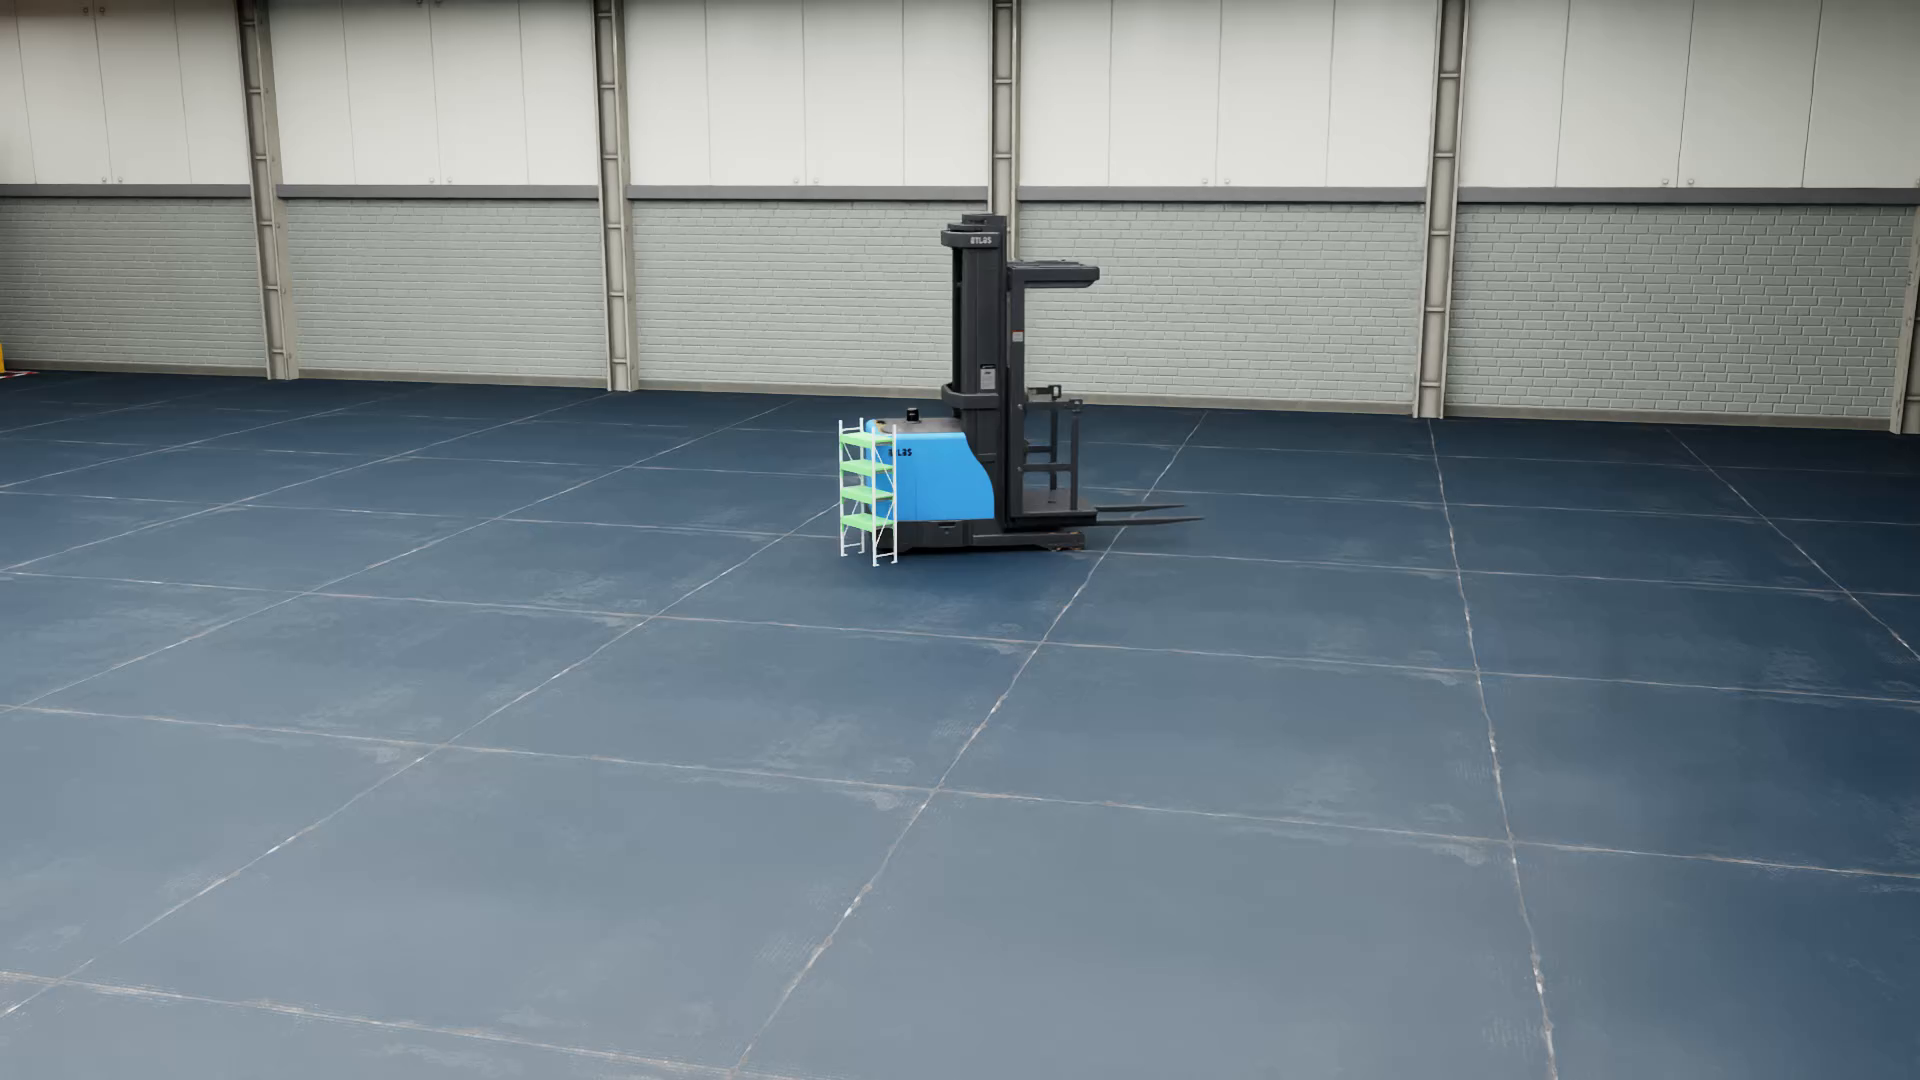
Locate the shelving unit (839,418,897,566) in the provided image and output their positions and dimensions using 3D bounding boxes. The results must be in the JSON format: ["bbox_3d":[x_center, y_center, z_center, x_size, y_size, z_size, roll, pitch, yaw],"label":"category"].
[{"bbox_3d":[-0.795,-0.419,14.368,0.258,1.200,0.503,-10,16,-37],"label":"shelving unit"}]

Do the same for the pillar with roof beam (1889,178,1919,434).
[{"bbox_3d":[11.243,-4.876,16.452,0.400,9.000,9.100,3,13,14],"label":"pillar with roof beam"}]

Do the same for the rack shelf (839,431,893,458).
[{"bbox_3d":[-0.795,-0.825,14.277,0.258,0.148,0.480,-10,16,-37],"label":"rack shelf"}]

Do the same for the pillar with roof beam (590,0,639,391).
[{"bbox_3d":[-6.233,-5.810,20.662,0.400,9.000,9.100,3,13,14],"label":"pillar with roof beam"}]

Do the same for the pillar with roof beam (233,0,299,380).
[{"bbox_3d":[-12.058,-6.122,22.066,0.400,9.000,9.100,3,13,14],"label":"pillar with roof beam"}]

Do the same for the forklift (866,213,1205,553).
[{"bbox_3d":[0.684,-1.440,14.976,3.031,2.935,1.130,-2,13,-7],"label":"forklift"}]

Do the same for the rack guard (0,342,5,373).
[{"bbox_3d":[-16.369,-2.962,27.447,0.348,0.500,1.175,3,13,14],"label":"rack guard"}]

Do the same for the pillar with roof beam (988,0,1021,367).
[{"bbox_3d":[-0.408,-5.499,19.259,0.400,9.000,9.100,3,13,14],"label":"pillar with roof beam"}]

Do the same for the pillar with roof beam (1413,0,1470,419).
[{"bbox_3d":[5.417,-5.187,17.855,0.400,9.000,9.100,3,13,14],"label":"pillar with roof beam"}]

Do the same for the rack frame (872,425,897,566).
[{"bbox_3d":[-0.644,-0.377,14.180,0.240,1.200,0.015,-10,16,-37],"label":"rack frame"}]

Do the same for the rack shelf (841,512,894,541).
[{"bbox_3d":[-0.795,-0.122,14.433,0.258,0.148,0.480,-10,16,-37],"label":"rack shelf"}]

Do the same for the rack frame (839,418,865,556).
[{"bbox_3d":[-0.945,-0.460,14.555,0.240,1.200,0.015,-10,16,-37],"label":"rack frame"}]

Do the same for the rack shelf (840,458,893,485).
[{"bbox_3d":[-0.795,-0.591,14.329,0.258,0.148,0.480,-10,16,-37],"label":"rack shelf"}]

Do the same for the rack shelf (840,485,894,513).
[{"bbox_3d":[-0.795,-0.356,14.381,0.258,0.148,0.480,-10,16,-37],"label":"rack shelf"}]
